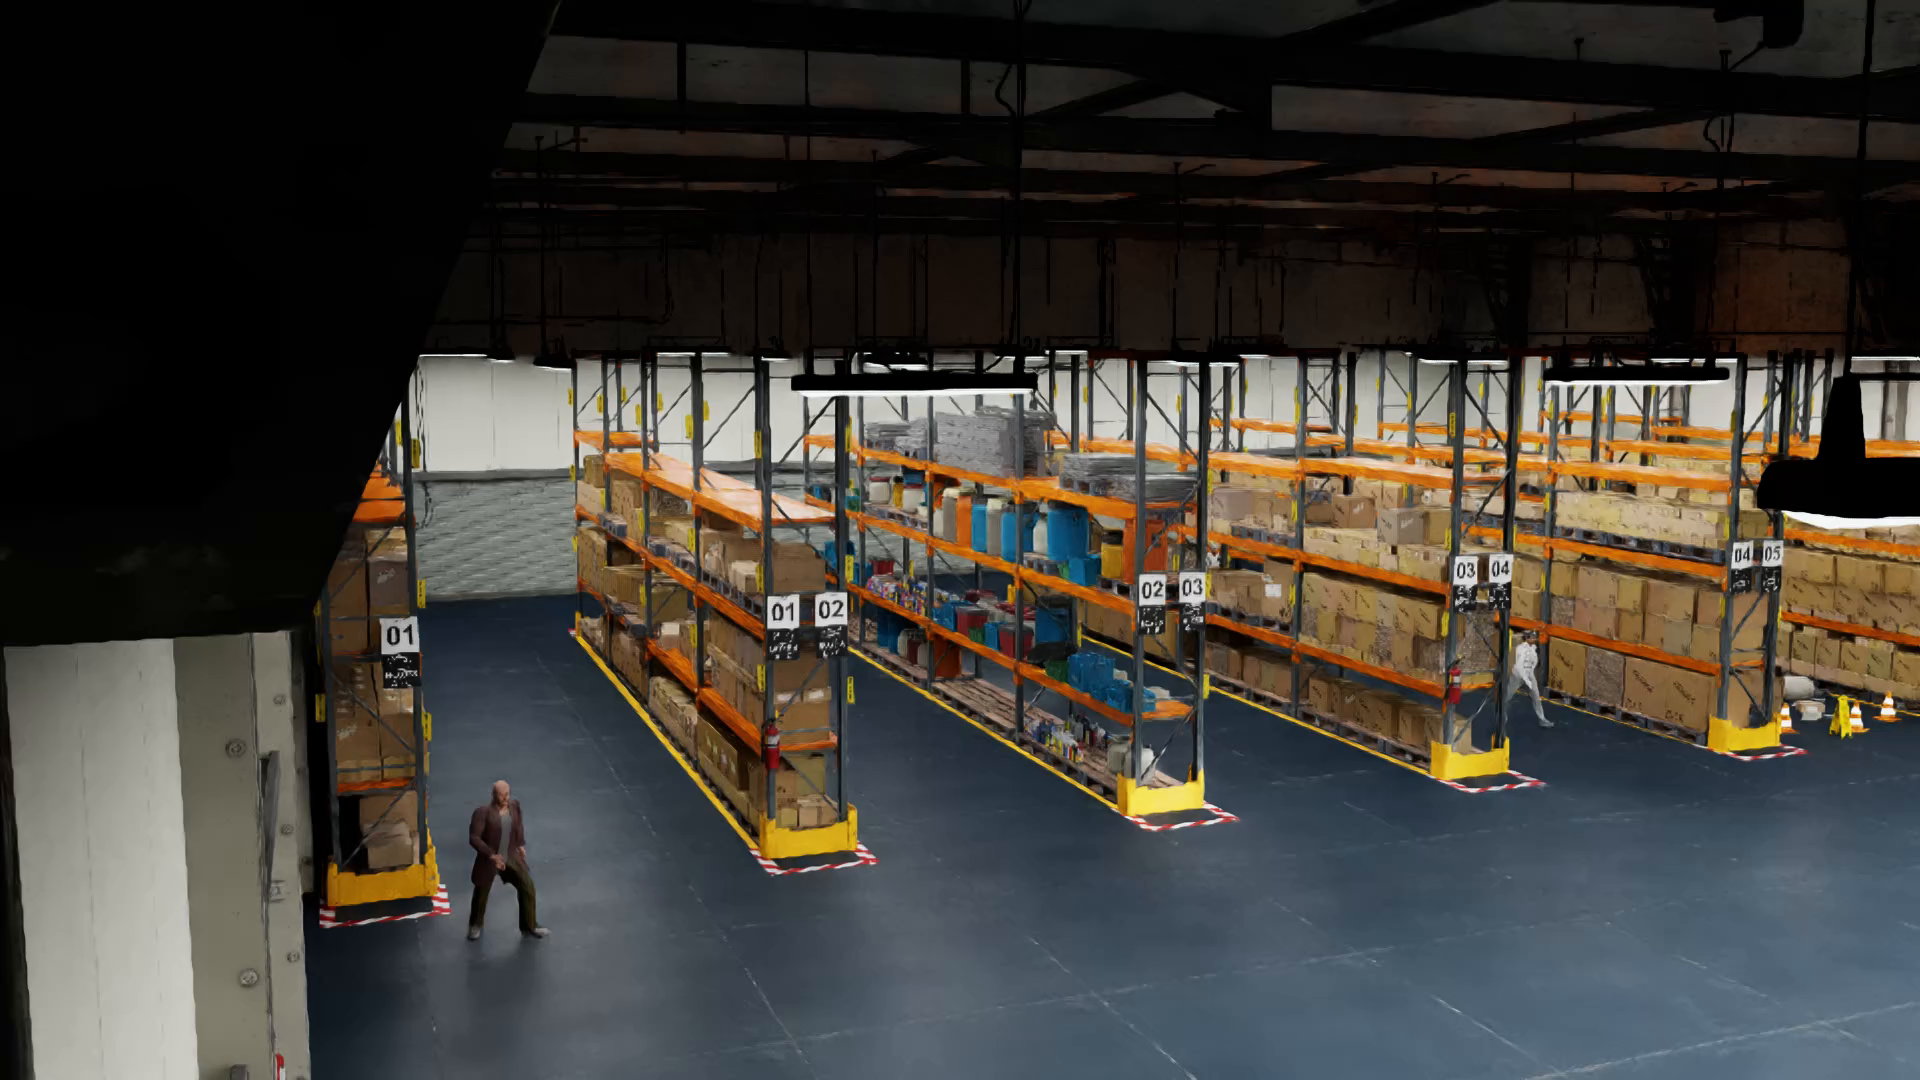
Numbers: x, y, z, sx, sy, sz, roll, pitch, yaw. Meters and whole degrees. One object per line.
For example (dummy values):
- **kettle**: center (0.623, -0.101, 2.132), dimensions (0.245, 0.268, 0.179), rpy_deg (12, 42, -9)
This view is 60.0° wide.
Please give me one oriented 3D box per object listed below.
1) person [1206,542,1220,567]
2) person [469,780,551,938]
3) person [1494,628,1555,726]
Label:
- **person**: center (5.749, 0.829, 37.827), dimensions (0.482, 1.579, 1.062), rpy_deg (-3, 8, -22)
- **person**: center (-4.811, 3.320, 17.361), dimensions (0.733, 1.716, 0.870), rpy_deg (-6, 9, -39)
- **person**: center (9.123, 2.189, 26.864), dimensions (0.511, 1.586, 1.058), rpy_deg (-4, 8, -30)
